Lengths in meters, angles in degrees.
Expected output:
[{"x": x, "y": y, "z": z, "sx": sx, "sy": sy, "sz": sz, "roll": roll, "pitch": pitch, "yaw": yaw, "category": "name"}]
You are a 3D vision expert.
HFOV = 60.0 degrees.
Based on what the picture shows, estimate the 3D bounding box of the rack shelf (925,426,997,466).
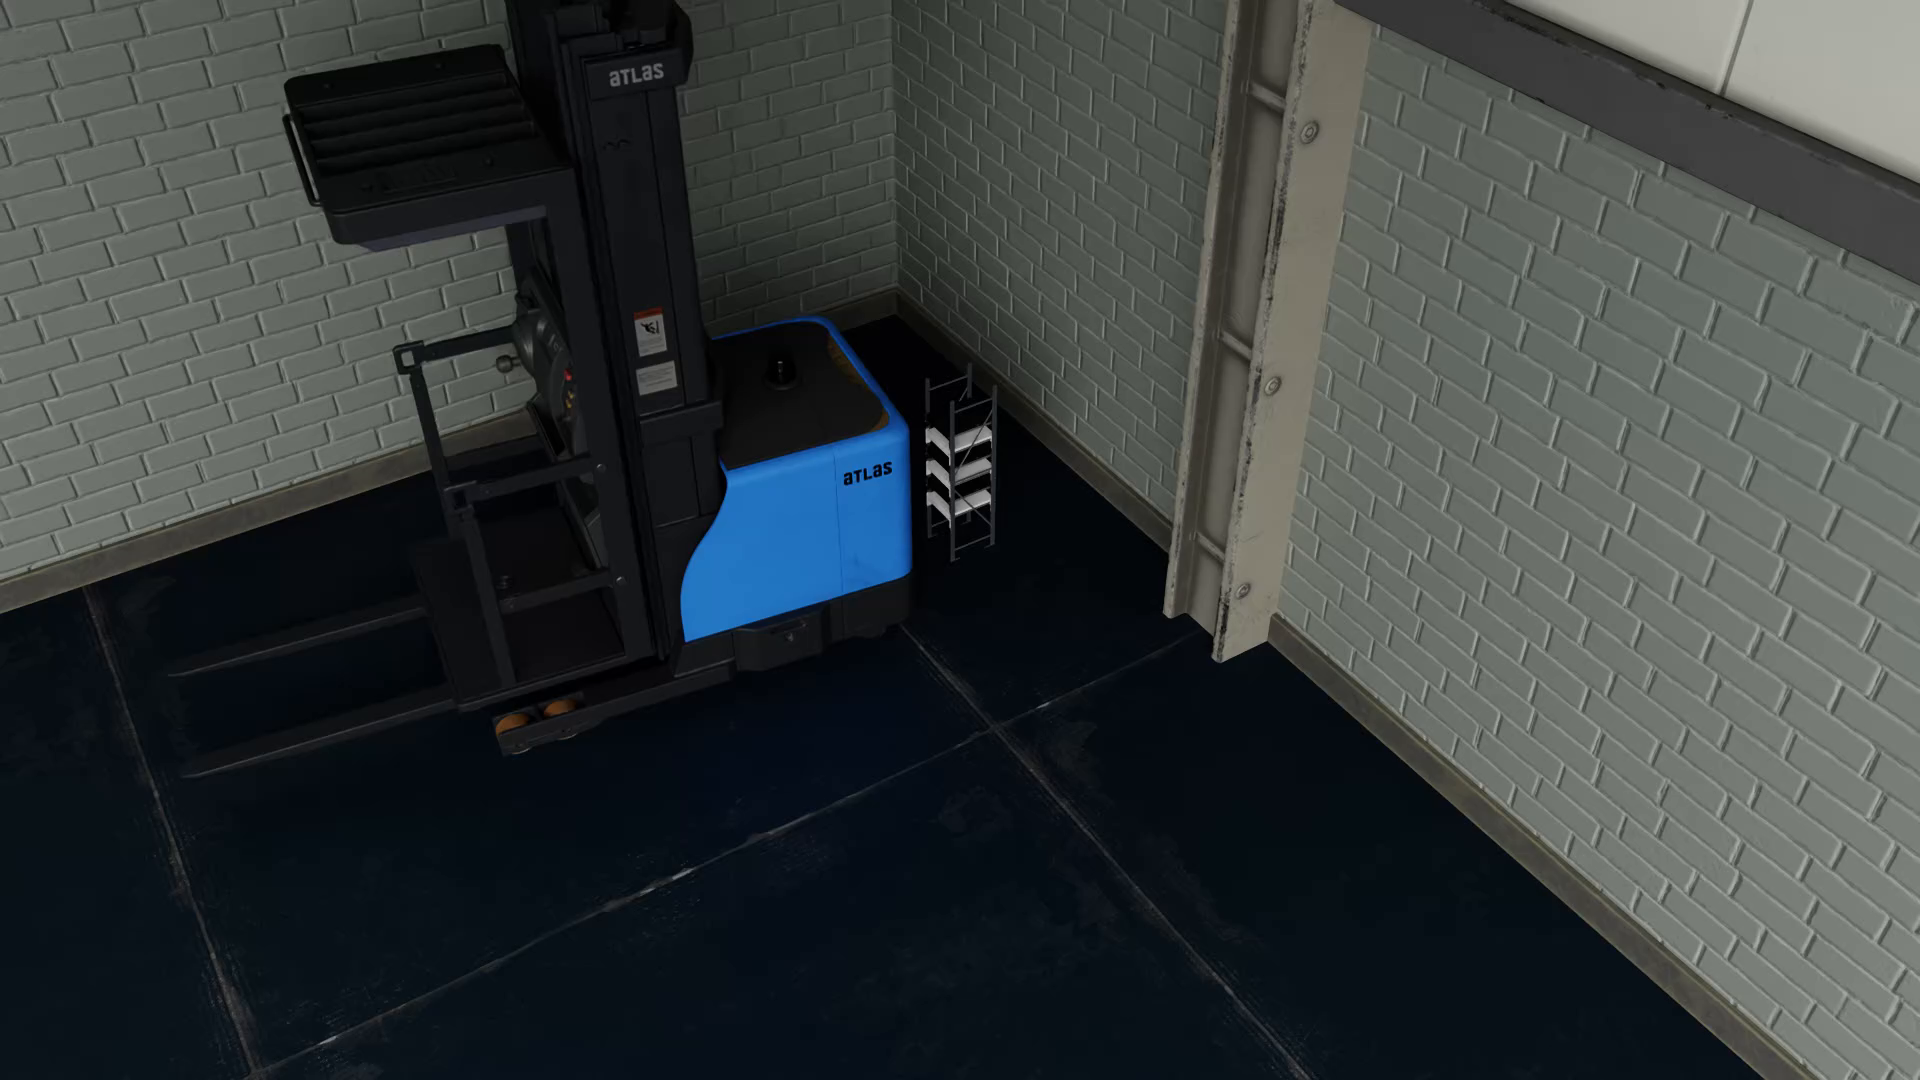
[{"x": 0.004, "y": -0.454, "z": 7.423, "sx": 0.258, "sy": 0.077, "sz": 0.200, "roll": -22, "pitch": 45, "yaw": -24, "category": "rack shelf"}]

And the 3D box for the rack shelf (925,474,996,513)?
[{"x": 0.004, "y": -0.247, "z": 7.596, "sx": 0.258, "sy": 0.077, "sz": 0.200, "roll": -22, "pitch": 45, "yaw": -24, "category": "rack shelf"}]

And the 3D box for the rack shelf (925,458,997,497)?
[{"x": 0.004, "y": -0.316, "z": 7.539, "sx": 0.258, "sy": 0.077, "sz": 0.200, "roll": -22, "pitch": 45, "yaw": -24, "category": "rack shelf"}]

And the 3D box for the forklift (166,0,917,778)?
[{"x": -1.750, "y": -0.643, "z": 6.293, "sx": 3.031, "sy": 2.935, "sz": 1.130, "roll": -16, "pitch": 43, "yaw": -19, "category": "forklift"}]

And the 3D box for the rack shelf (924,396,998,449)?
[{"x": 0.004, "y": -0.523, "z": 7.366, "sx": 0.258, "sy": 0.077, "sz": 0.200, "roll": -22, "pitch": 45, "yaw": -24, "category": "rack shelf"}]

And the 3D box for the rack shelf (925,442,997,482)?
[{"x": 0.004, "y": -0.385, "z": 7.481, "sx": 0.258, "sy": 0.077, "sz": 0.200, "roll": -22, "pitch": 45, "yaw": -24, "category": "rack shelf"}]

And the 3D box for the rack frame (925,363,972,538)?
[{"x": -0.050, "y": -0.396, "z": 7.583, "sx": 0.240, "sy": 0.900, "sz": 0.006, "roll": -22, "pitch": 45, "yaw": -24, "category": "rack frame"}]

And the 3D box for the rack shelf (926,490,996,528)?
[{"x": 0.004, "y": -0.177, "z": 7.654, "sx": 0.258, "sy": 0.077, "sz": 0.200, "roll": -22, "pitch": 45, "yaw": -24, "category": "rack shelf"}]

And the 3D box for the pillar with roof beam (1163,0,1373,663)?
[{"x": -2.491, "y": -1.602, "z": 2.703, "sx": 9.100, "sy": 9.000, "sz": 0.400, "roll": -22, "pitch": 45, "yaw": -24, "category": "pillar with roof beam"}]

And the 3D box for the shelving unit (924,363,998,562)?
[{"x": 0.004, "y": -0.341, "z": 7.517, "sx": 0.258, "sy": 0.900, "sz": 0.210, "roll": -22, "pitch": 45, "yaw": -24, "category": "shelving unit"}]

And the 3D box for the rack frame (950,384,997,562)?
[{"x": 0.059, "y": -0.286, "z": 7.451, "sx": 0.240, "sy": 0.900, "sz": 0.006, "roll": -22, "pitch": 45, "yaw": -24, "category": "rack frame"}]
